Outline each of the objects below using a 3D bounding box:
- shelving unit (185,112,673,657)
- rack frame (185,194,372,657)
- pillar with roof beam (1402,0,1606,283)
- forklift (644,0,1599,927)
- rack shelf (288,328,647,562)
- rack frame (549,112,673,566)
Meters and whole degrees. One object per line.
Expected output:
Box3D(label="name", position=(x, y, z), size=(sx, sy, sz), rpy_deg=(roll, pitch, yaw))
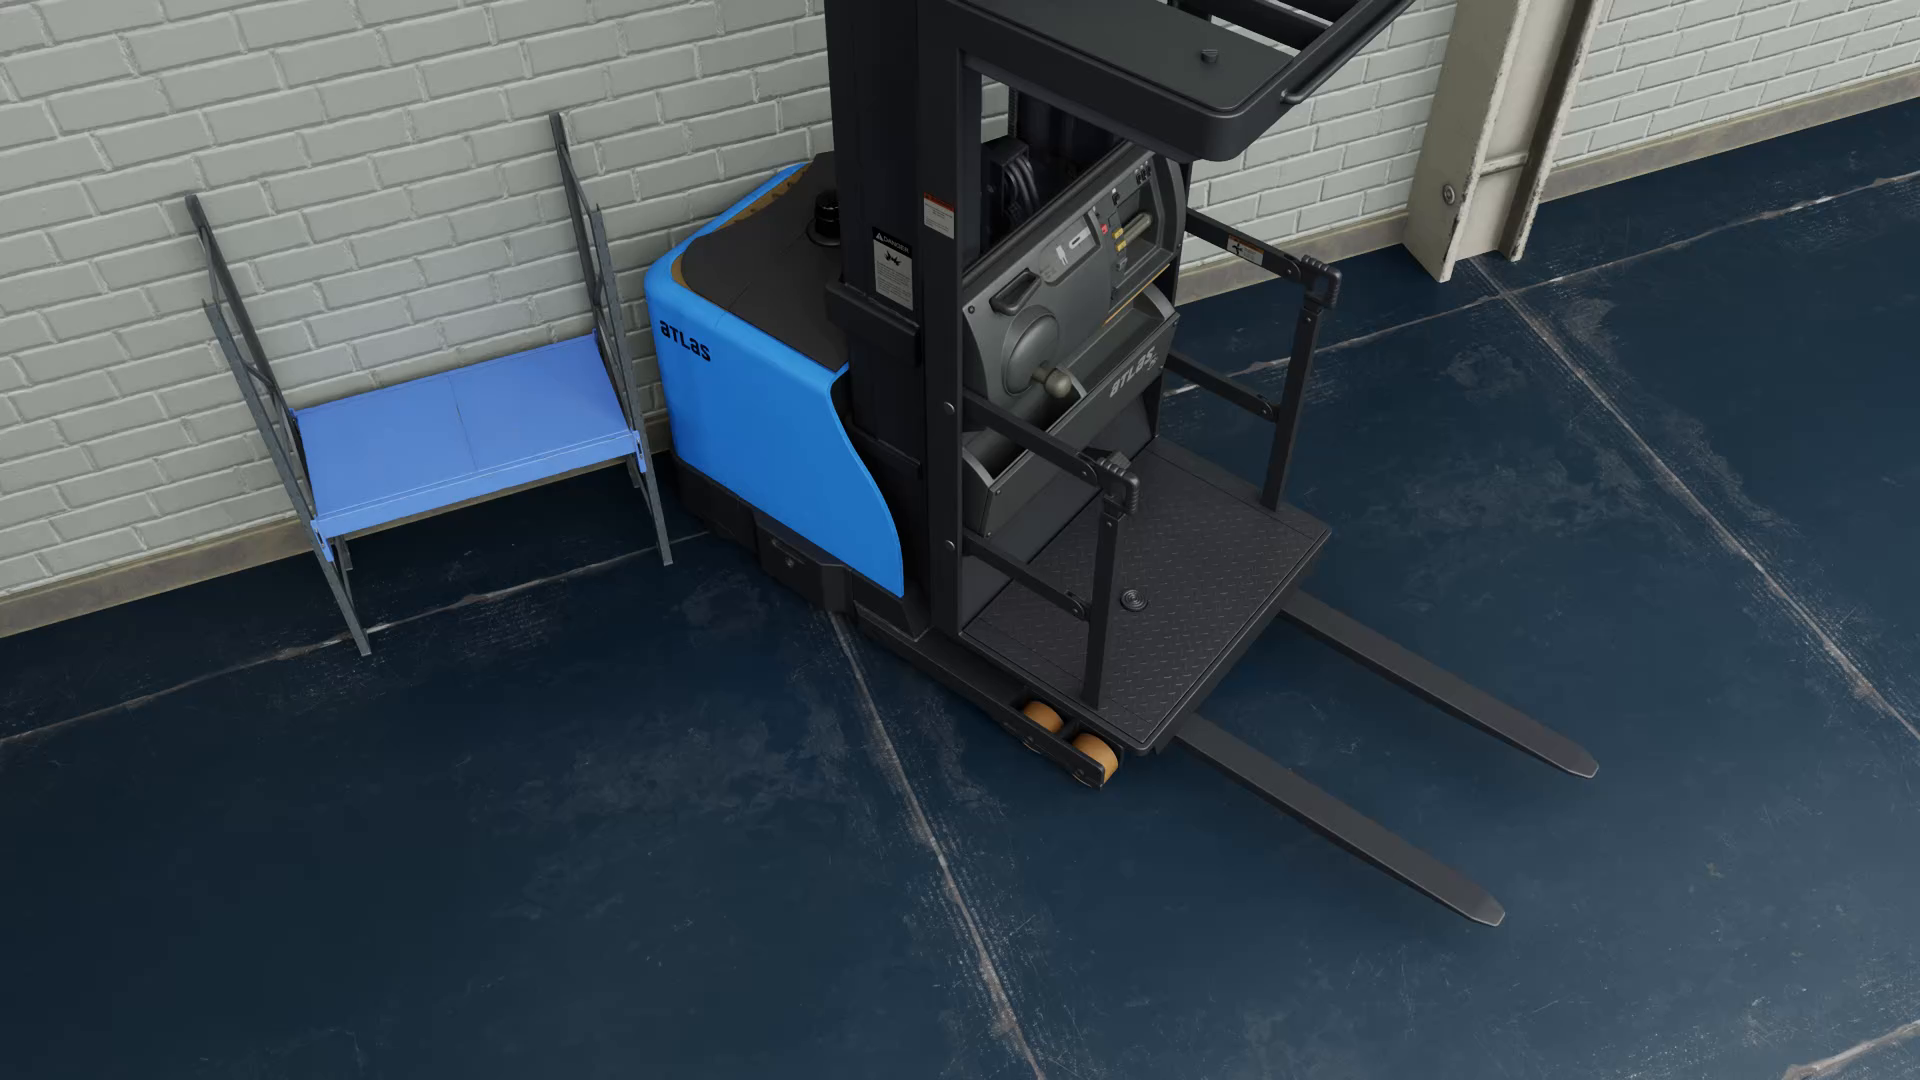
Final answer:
Box3D(label="shelving unit", position=(-1.559, -0.433, 5.133), size=(1.048, 1.500, 0.538), rpy_deg=(-17, 52, -14))
Box3D(label="rack frame", position=(-2.030, -0.287, 5.008), size=(0.032, 1.500, 0.500), rpy_deg=(-17, 52, -14))
Box3D(label="pillar with roof beam", position=(3.662, -1.098, 0.762), size=(0.400, 9.000, 9.100), rpy_deg=(-17, 52, -14))
Box3D(label="forklift", position=(0.488, -0.662, 4.386), size=(3.031, 2.935, 1.130), rpy_deg=(31, 56, 24))
Box3D(label="rack shelf", position=(-1.559, -0.316, 5.270), size=(1.000, 0.185, 0.538), rpy_deg=(-17, 52, -14))
Box3D(label="rack frame", position=(-1.089, -0.579, 5.258), size=(0.032, 1.500, 0.500), rpy_deg=(-17, 52, -14))
